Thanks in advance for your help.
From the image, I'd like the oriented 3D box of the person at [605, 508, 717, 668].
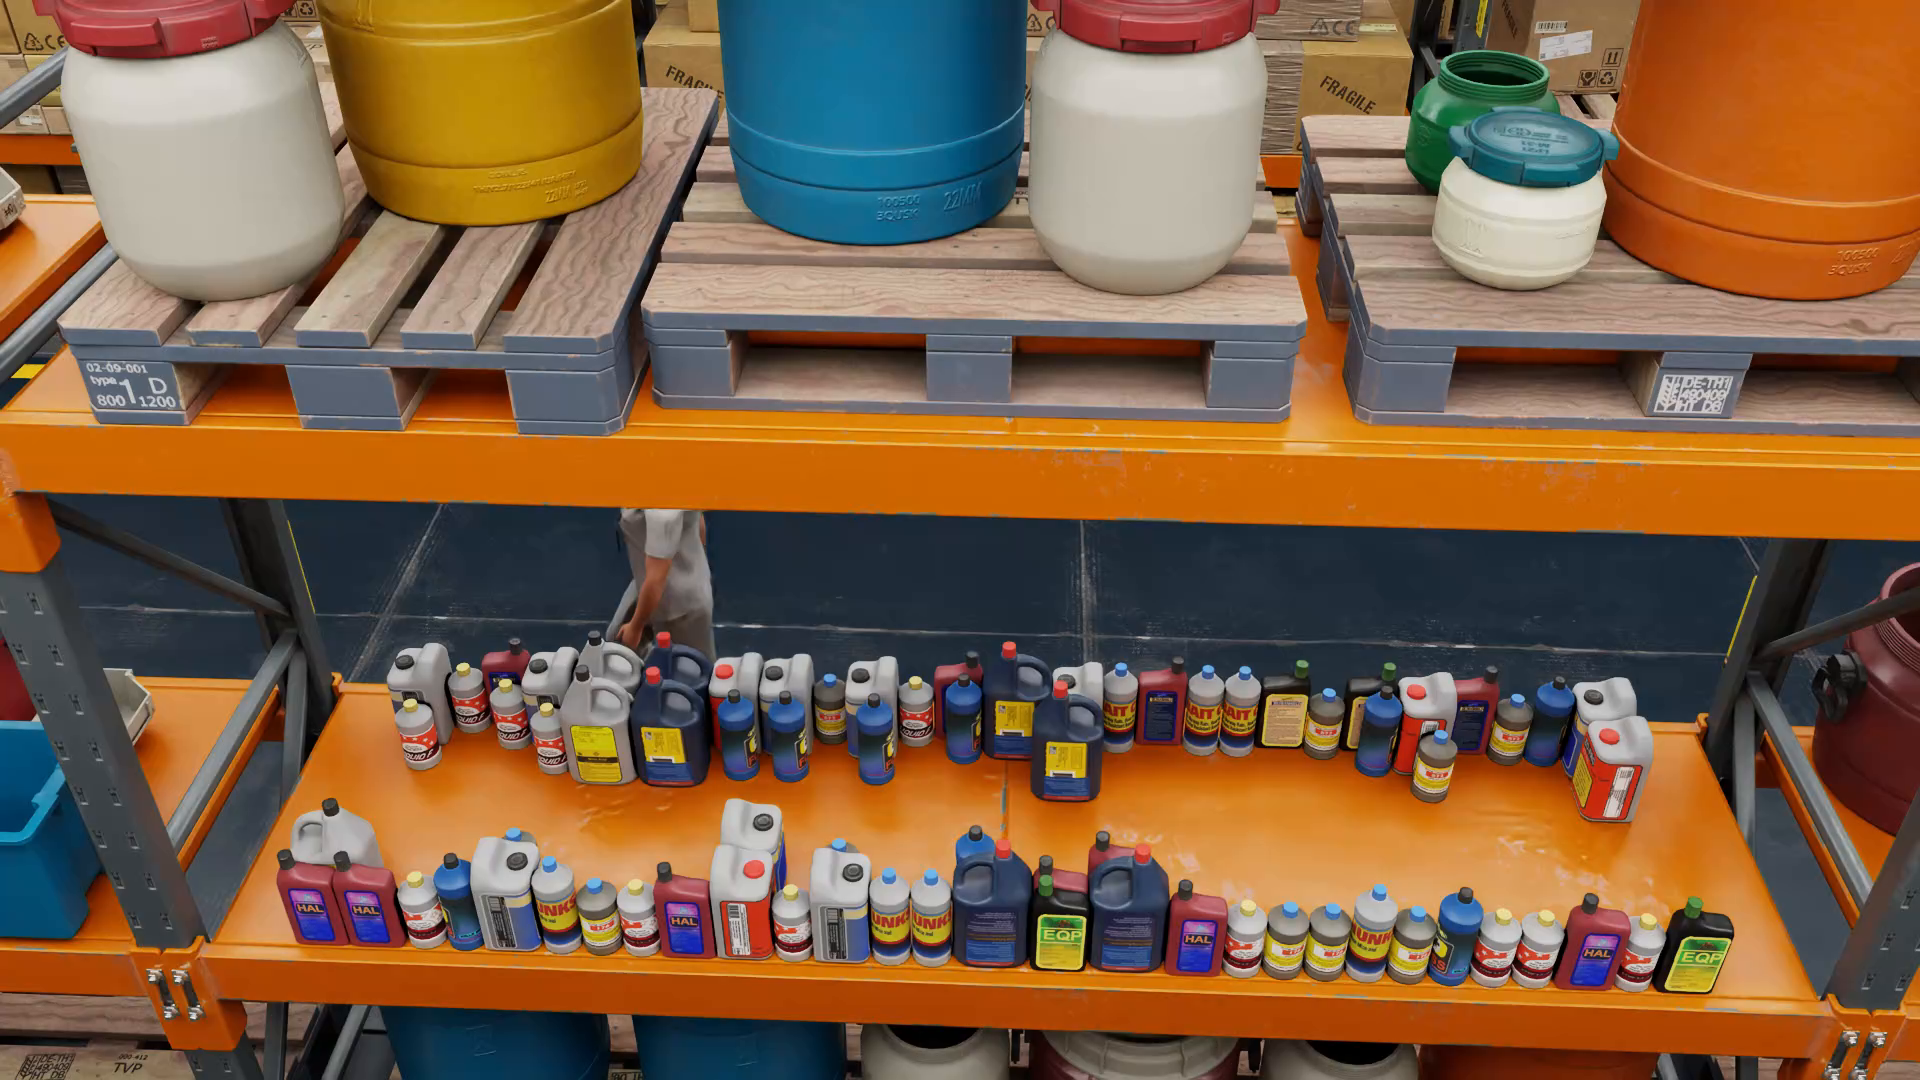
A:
[{"bbox_3d":[-1.019,0.218,5.853,0.522,1.716,0.483,-4,36,-6],"label":"person"}]
